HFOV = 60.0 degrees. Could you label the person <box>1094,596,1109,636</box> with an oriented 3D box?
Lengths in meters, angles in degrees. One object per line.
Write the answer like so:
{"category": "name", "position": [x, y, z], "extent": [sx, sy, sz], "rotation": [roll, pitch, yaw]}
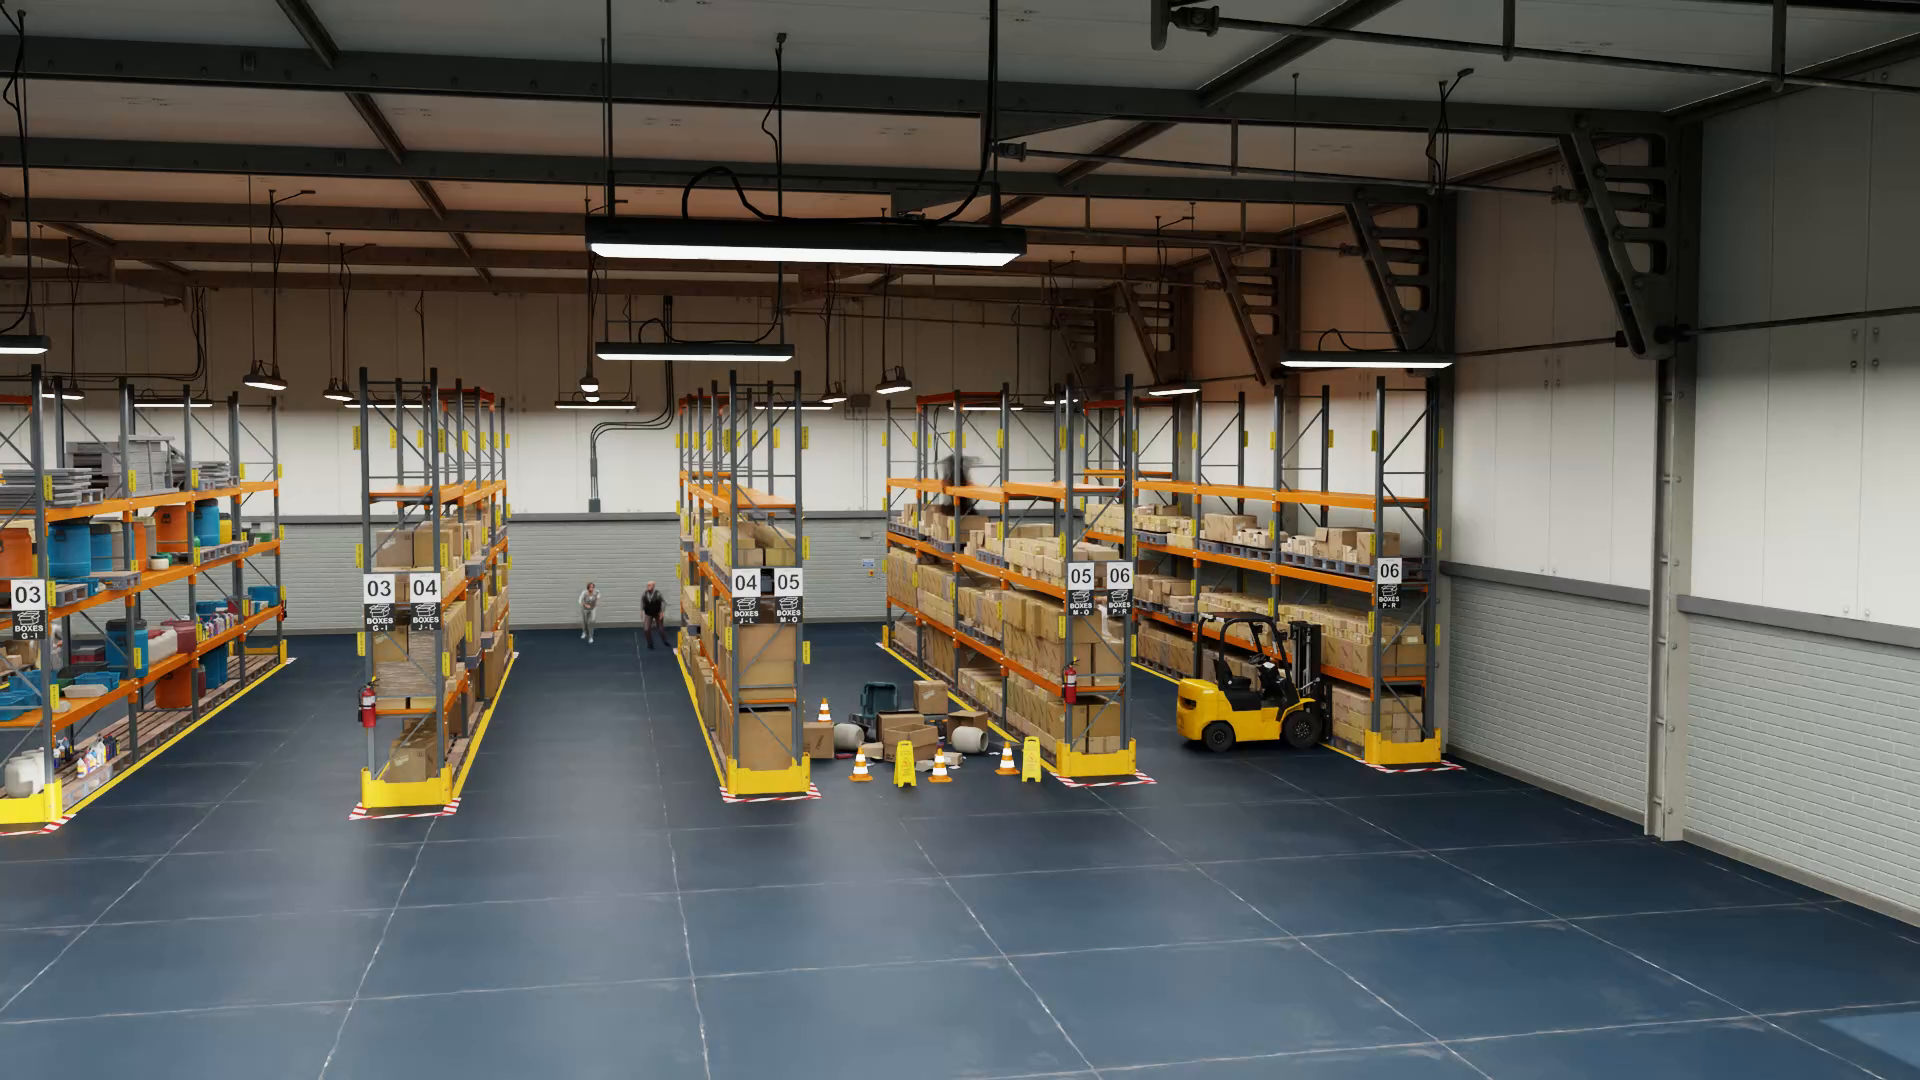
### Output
{"category": "person", "position": [2.972, 2.032, 35.329], "extent": [0.928, 1.718, 0.653], "rotation": [3, 5, 43]}

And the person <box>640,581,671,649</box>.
{"category": "person", "position": [-7.379, 1.795, 40.168], "extent": [0.692, 1.656, 0.743], "rotation": [0, 3, 2]}

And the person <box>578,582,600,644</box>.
{"category": "person", "position": [-9.265, 1.799, 41.448], "extent": [0.577, 1.548, 0.912], "rotation": [-2, 4, -27]}

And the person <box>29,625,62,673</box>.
{"category": "person", "position": [-17.684, 2.260, 32.290], "extent": [0.712, 1.735, 1.042], "rotation": [-1, 3, -13]}
